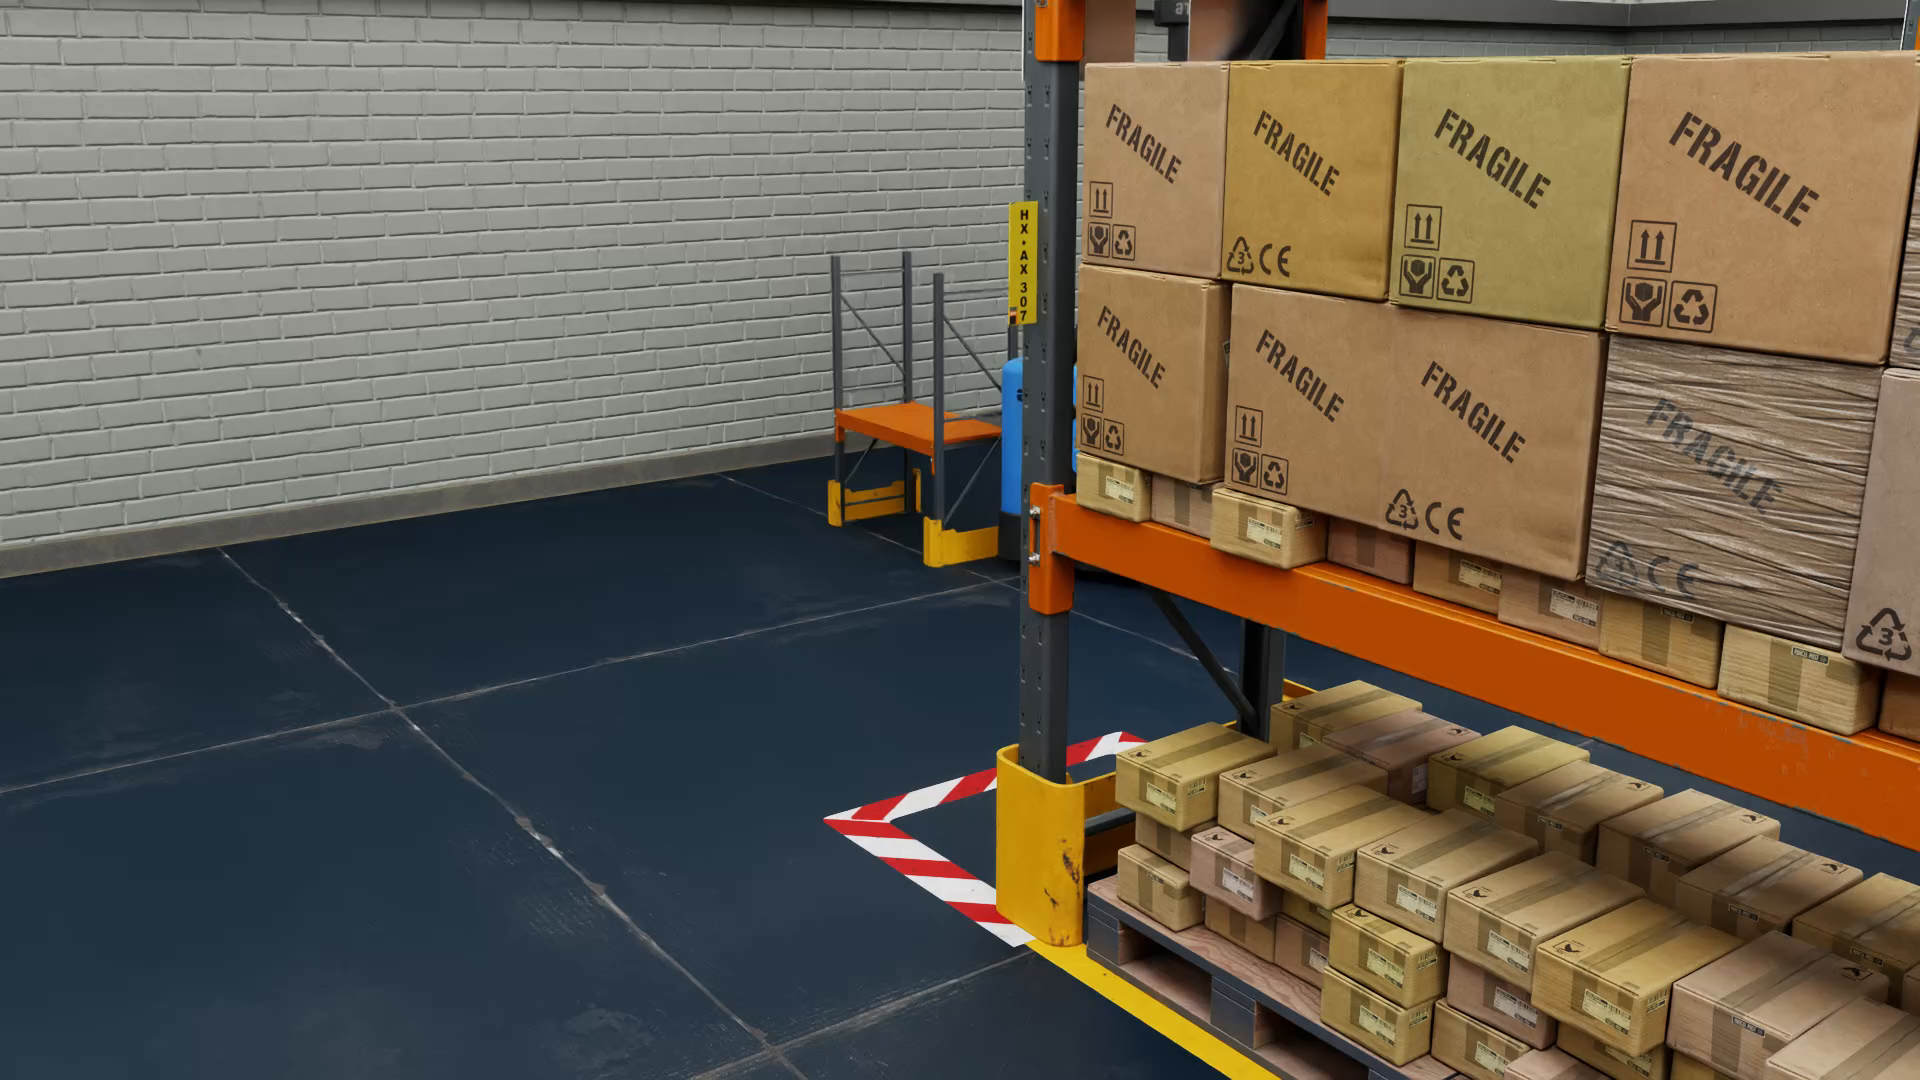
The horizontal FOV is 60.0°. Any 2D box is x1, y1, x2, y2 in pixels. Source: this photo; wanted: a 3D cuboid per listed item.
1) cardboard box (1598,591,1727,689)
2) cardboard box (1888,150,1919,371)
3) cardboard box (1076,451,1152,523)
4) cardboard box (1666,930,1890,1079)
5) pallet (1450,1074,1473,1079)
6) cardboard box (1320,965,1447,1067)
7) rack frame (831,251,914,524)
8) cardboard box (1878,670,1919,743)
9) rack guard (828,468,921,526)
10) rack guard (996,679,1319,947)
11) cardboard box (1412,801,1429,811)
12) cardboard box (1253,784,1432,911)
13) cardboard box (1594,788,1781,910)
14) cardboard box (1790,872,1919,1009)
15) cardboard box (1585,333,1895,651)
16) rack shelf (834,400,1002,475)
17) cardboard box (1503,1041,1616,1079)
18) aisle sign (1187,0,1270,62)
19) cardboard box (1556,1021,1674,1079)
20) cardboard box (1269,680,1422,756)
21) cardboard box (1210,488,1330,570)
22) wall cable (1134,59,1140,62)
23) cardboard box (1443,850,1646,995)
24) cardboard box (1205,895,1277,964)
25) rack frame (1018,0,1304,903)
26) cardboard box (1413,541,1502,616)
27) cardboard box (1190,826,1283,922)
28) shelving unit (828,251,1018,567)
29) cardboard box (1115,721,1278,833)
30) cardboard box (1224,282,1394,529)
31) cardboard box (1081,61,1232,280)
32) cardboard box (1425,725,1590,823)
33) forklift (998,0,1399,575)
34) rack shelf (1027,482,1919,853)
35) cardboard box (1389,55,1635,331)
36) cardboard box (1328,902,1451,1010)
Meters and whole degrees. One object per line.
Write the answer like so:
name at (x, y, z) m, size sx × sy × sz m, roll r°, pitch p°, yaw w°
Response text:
cardboard box at (1.495, 0.156, 3.298) m, size 0.380 × 0.149 × 0.250 m, roll -10°, pitch 18°, yaw -33°
cardboard box at (1.870, -0.509, 2.608) m, size 0.500 × 0.500 × 0.500 m, roll -10°, pitch 18°, yaw -33°
cardboard box at (0.536, -0.169, 4.486) m, size 0.380 × 0.149 × 0.250 m, roll -11°, pitch 19°, yaw -35°
cardboard box at (1.659, 0.957, 3.375) m, size 0.380 × 0.149 × 0.250 m, roll -11°, pitch 19°, yaw -34°
pallet at (1.818, 1.391, 3.596) m, size 1.003 × 0.211 × 1.213 m, roll -11°, pitch 19°, yaw -35°
cardboard box at (1.093, 1.091, 4.013) m, size 0.380 × 0.149 × 0.250 m, roll -11°, pitch 19°, yaw -34°
rack frame at (-0.486, -0.851, 9.345) m, size 0.500 × 1.500 × 0.032 m, roll -10°, pitch 18°, yaw -33°
cardboard box at (1.835, 0.261, 2.915) m, size 0.380 × 0.149 × 0.250 m, roll -11°, pitch 19°, yaw -35°
rack guard at (-0.485, -0.248, 9.509) m, size 0.587 × 0.250 × 0.087 m, roll -10°, pitch 18°, yaw -33°
rack guard at (0.656, 0.812, 5.163) m, size 1.175 × 0.500 × 0.348 m, roll -11°, pitch 19°, yaw -35°
cardboard box at (1.262, 0.752, 4.689) m, size 0.380 × 0.149 × 0.250 m, roll -11°, pitch 19°, yaw -36°
cardboard box at (0.948, 0.754, 4.117) m, size 0.380 × 0.149 × 0.250 m, roll -11°, pitch 19°, yaw -35°
cardboard box at (1.788, 0.761, 4.090) m, size 0.380 × 0.149 × 0.250 m, roll -10°, pitch 18°, yaw -33°
cardboard box at (2.030, 0.886, 3.634) m, size 0.380 × 0.149 × 0.250 m, roll -11°, pitch 19°, yaw -34°
cardboard box at (1.569, -0.138, 3.146) m, size 0.500 × 0.500 × 0.500 m, roll -11°, pitch 19°, yaw -36°
rack shelf at (-0.202, -0.566, 8.986) m, size 0.538 × 0.185 × 1.000 m, roll -10°, pitch 18°, yaw -33°
cardboard box at (1.397, 1.197, 3.625) m, size 0.380 × 0.149 × 0.250 m, roll -12°, pitch 19°, yaw -37°
aisle sign at (0.811, -1.726, 4.776) m, size 0.394 × 0.787 × 0.004 m, roll -11°, pitch 19°, yaw -35°
cardboard box at (1.531, 1.042, 3.630) m, size 0.380 × 0.149 × 0.250 m, roll -10°, pitch 18°, yaw -32°
cardboard box at (1.127, 0.549, 4.865) m, size 0.380 × 0.149 × 0.250 m, roll -11°, pitch 19°, yaw -34°
cardboard box at (0.834, -0.055, 4.071) m, size 0.380 × 0.149 × 0.250 m, roll -12°, pitch 19°, yaw -36°
wall cable at (1.221, -2.905, 12.026) m, size 0.585 × 1.953 × 0.123 m, roll -11°, pitch 19°, yaw -35°
cardboard box at (1.316, 0.855, 3.748) m, size 0.380 × 0.149 × 0.250 m, roll -10°, pitch 18°, yaw -32°
cardboard box at (0.880, 0.967, 4.465) m, size 0.380 × 0.149 × 0.250 m, roll -11°, pitch 19°, yaw -35°
rack frame at (0.611, -0.410, 4.892) m, size 1.000 × 3.000 × 0.127 m, roll -11°, pitch 19°, yaw -35°
cardboard box at (1.237, 0.041, 3.721) m, size 0.380 × 0.149 × 0.250 m, roll -11°, pitch 19°, yaw -35°
cardboard box at (0.827, 0.838, 4.374) m, size 0.380 × 0.149 × 0.250 m, roll -11°, pitch 19°, yaw -35°
shelving unit at (-0.207, -0.742, 8.946) m, size 0.587 × 1.500 × 1.083 m, roll -10°, pitch 18°, yaw -33°
cardboard box at (0.644, 0.640, 4.533) m, size 0.380 × 0.149 × 0.250 m, roll -12°, pitch 19°, yaw -37°
cardboard box at (0.987, -0.353, 3.929) m, size 0.500 × 0.500 × 0.500 m, roll -11°, pitch 19°, yaw -34°
cardboard box at (0.660, -0.947, 4.207) m, size 0.500 × 0.500 × 0.500 m, roll -11°, pitch 19°, yaw -35°
cardboard box at (1.484, 0.647, 4.506) m, size 0.380 × 0.149 × 0.250 m, roll -11°, pitch 19°, yaw -36°
forklift at (1.760, -1.221, 7.984) m, size 3.031 × 2.935 × 1.130 m, roll 7°, pitch 17°, yaw 23°
rack shelf at (1.787, 0.364, 3.426) m, size 1.077 × 0.370 × 4.000 m, roll -11°, pitch 19°, yaw -35°
cardboard box at (1.250, -0.726, 3.398) m, size 0.500 × 0.500 × 0.500 m, roll -11°, pitch 19°, yaw -36°
cardboard box at (1.105, 0.948, 3.971) m, size 0.380 × 0.149 × 0.250 m, roll -10°, pitch 18°, yaw -33°
